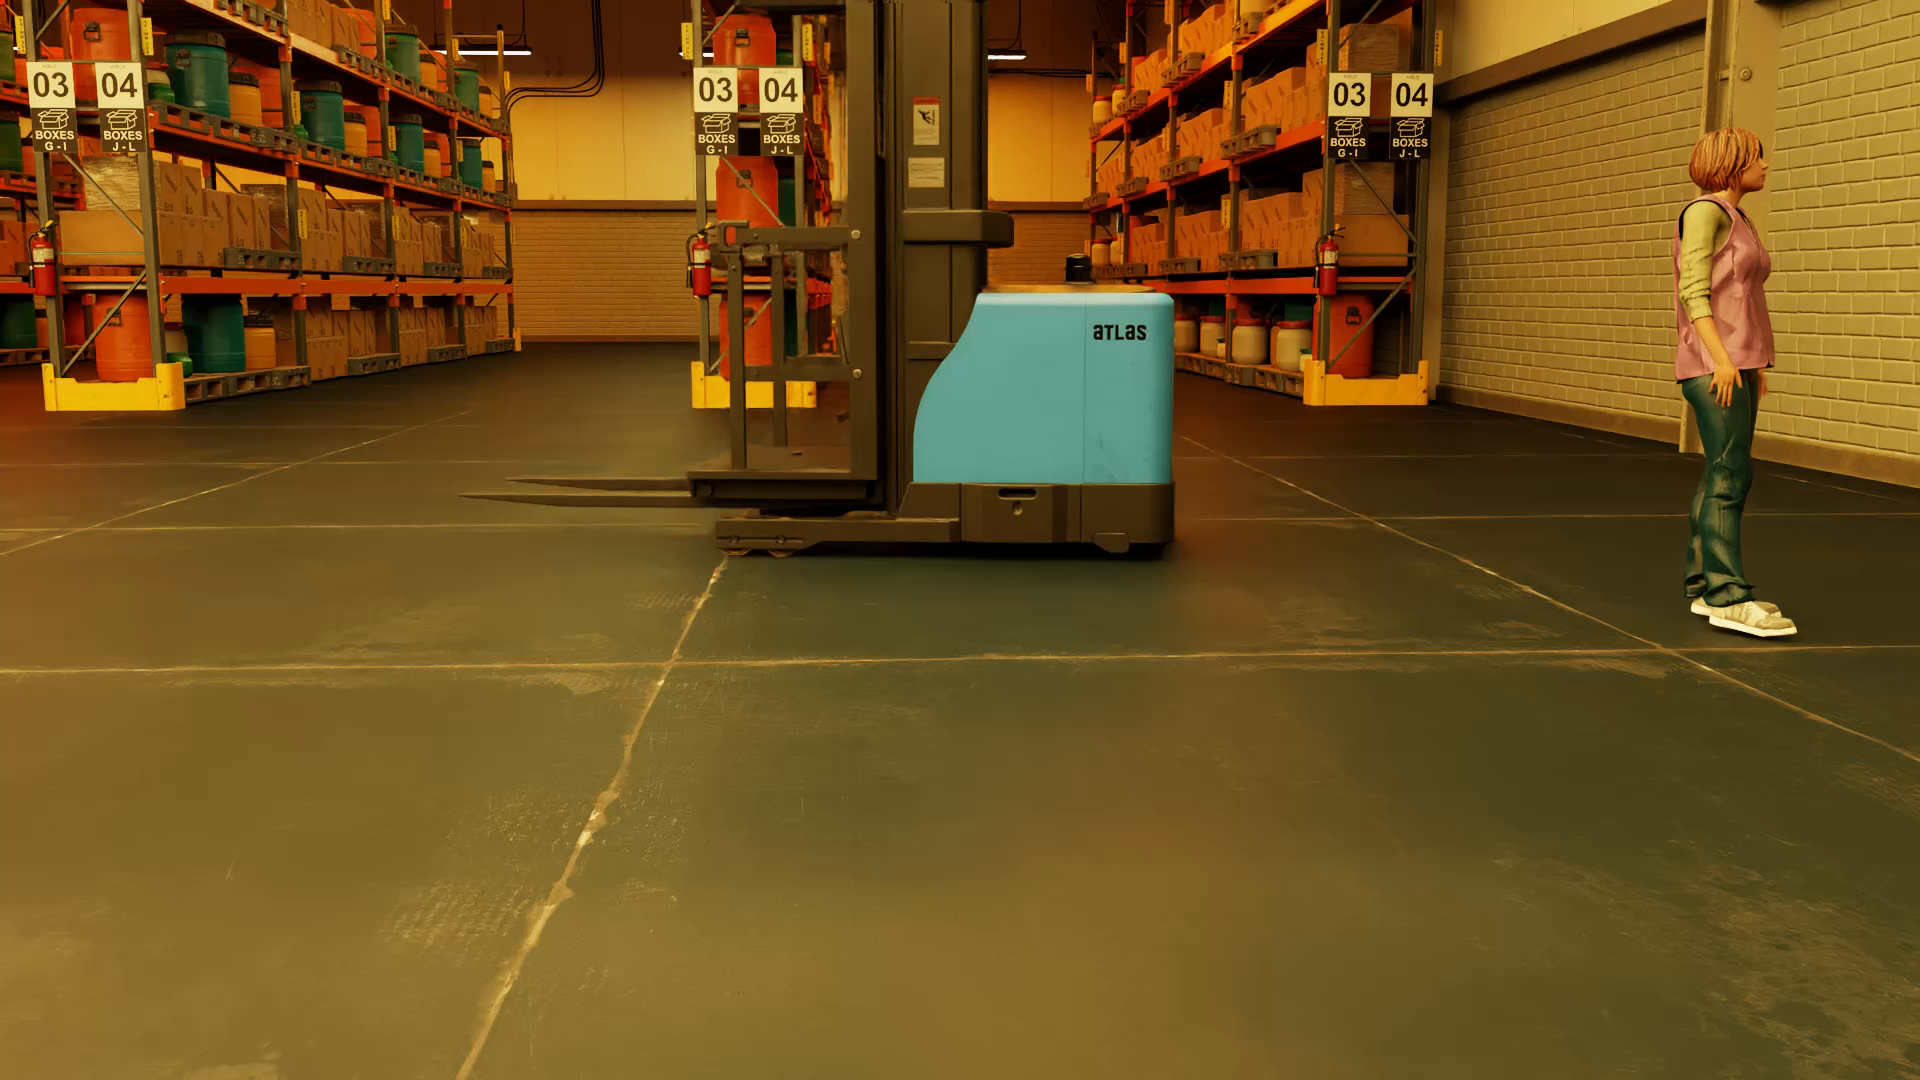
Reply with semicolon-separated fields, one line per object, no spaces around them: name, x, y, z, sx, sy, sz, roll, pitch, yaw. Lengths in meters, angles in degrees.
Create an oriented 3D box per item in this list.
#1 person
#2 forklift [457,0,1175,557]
person;2.542;-0.524;5.359;0.474;1.597;0.520;6;11;37
forklift;-0.610;-1.455;7.129;3.031;2.935;1.130;1;8;4
